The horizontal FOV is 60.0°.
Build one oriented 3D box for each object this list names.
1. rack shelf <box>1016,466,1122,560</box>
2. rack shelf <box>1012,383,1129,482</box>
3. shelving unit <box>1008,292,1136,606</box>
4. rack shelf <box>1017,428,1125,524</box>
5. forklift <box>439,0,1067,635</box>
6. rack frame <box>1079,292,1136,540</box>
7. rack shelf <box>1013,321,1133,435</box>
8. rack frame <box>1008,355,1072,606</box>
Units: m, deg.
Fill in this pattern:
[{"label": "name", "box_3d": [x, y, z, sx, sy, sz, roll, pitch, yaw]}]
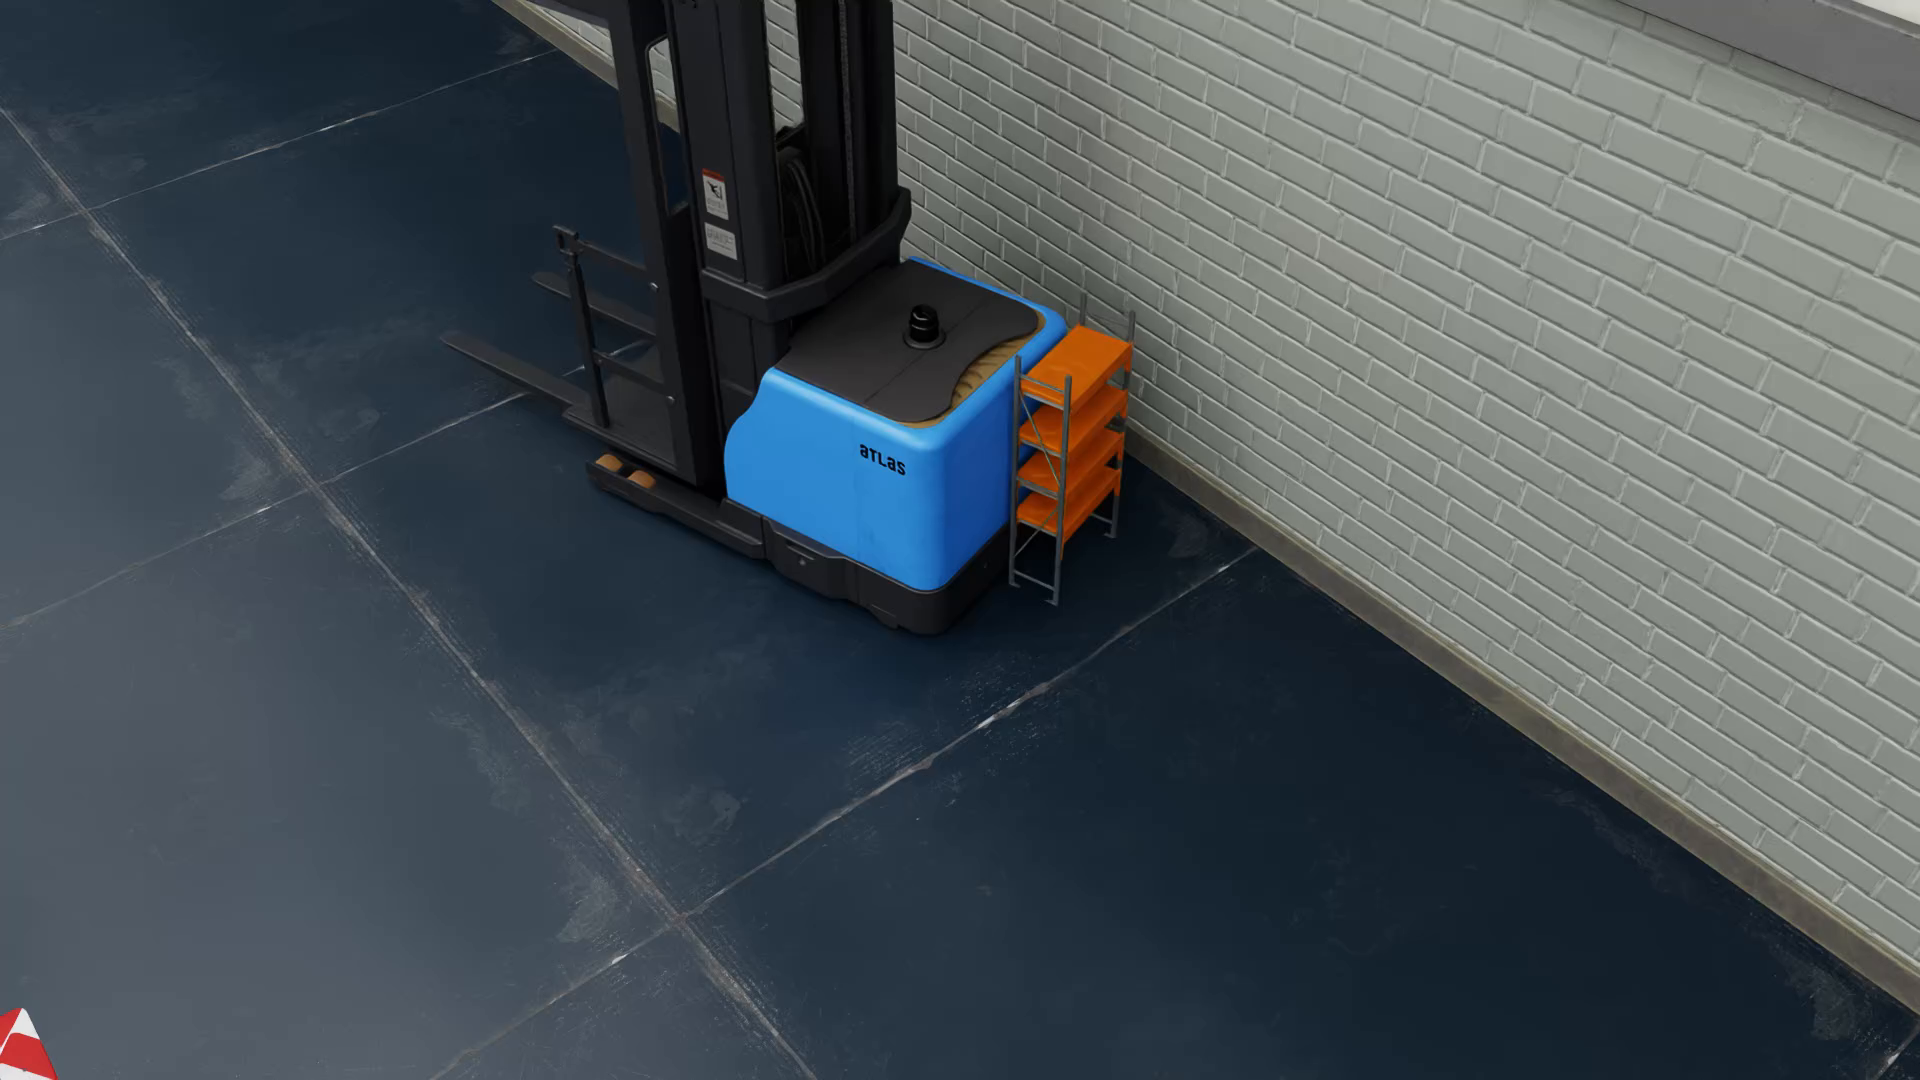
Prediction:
[{"label": "rack shelf", "box_3d": [0.444, -0.155, 6.927, 0.258, 0.148, 0.480, 24, 48, 24]}, {"label": "rack shelf", "box_3d": [0.444, -0.463, 6.638, 0.258, 0.148, 0.480, 24, 48, 24]}, {"label": "shelving unit", "box_3d": [0.444, -0.349, 6.745, 0.258, 1.200, 0.503, 24, 48, 24]}, {"label": "rack shelf", "box_3d": [0.444, -0.300, 6.792, 0.258, 0.148, 0.480, 24, 48, 24]}, {"label": "forklift", "box_3d": [-1.060, -1.484, 6.689, 3.031, 2.935, 1.130, 25, 49, 24]}, {"label": "rack frame", "box_3d": [0.578, -0.489, 6.894, 0.240, 1.200, 0.015, 24, 48, 24]}, {"label": "rack shelf", "box_3d": [0.444, -0.636, 6.476, 0.258, 0.148, 0.480, 24, 48, 24]}, {"label": "rack frame", "box_3d": [0.310, -0.210, 6.597, 0.240, 1.200, 0.015, 24, 48, 24]}]
